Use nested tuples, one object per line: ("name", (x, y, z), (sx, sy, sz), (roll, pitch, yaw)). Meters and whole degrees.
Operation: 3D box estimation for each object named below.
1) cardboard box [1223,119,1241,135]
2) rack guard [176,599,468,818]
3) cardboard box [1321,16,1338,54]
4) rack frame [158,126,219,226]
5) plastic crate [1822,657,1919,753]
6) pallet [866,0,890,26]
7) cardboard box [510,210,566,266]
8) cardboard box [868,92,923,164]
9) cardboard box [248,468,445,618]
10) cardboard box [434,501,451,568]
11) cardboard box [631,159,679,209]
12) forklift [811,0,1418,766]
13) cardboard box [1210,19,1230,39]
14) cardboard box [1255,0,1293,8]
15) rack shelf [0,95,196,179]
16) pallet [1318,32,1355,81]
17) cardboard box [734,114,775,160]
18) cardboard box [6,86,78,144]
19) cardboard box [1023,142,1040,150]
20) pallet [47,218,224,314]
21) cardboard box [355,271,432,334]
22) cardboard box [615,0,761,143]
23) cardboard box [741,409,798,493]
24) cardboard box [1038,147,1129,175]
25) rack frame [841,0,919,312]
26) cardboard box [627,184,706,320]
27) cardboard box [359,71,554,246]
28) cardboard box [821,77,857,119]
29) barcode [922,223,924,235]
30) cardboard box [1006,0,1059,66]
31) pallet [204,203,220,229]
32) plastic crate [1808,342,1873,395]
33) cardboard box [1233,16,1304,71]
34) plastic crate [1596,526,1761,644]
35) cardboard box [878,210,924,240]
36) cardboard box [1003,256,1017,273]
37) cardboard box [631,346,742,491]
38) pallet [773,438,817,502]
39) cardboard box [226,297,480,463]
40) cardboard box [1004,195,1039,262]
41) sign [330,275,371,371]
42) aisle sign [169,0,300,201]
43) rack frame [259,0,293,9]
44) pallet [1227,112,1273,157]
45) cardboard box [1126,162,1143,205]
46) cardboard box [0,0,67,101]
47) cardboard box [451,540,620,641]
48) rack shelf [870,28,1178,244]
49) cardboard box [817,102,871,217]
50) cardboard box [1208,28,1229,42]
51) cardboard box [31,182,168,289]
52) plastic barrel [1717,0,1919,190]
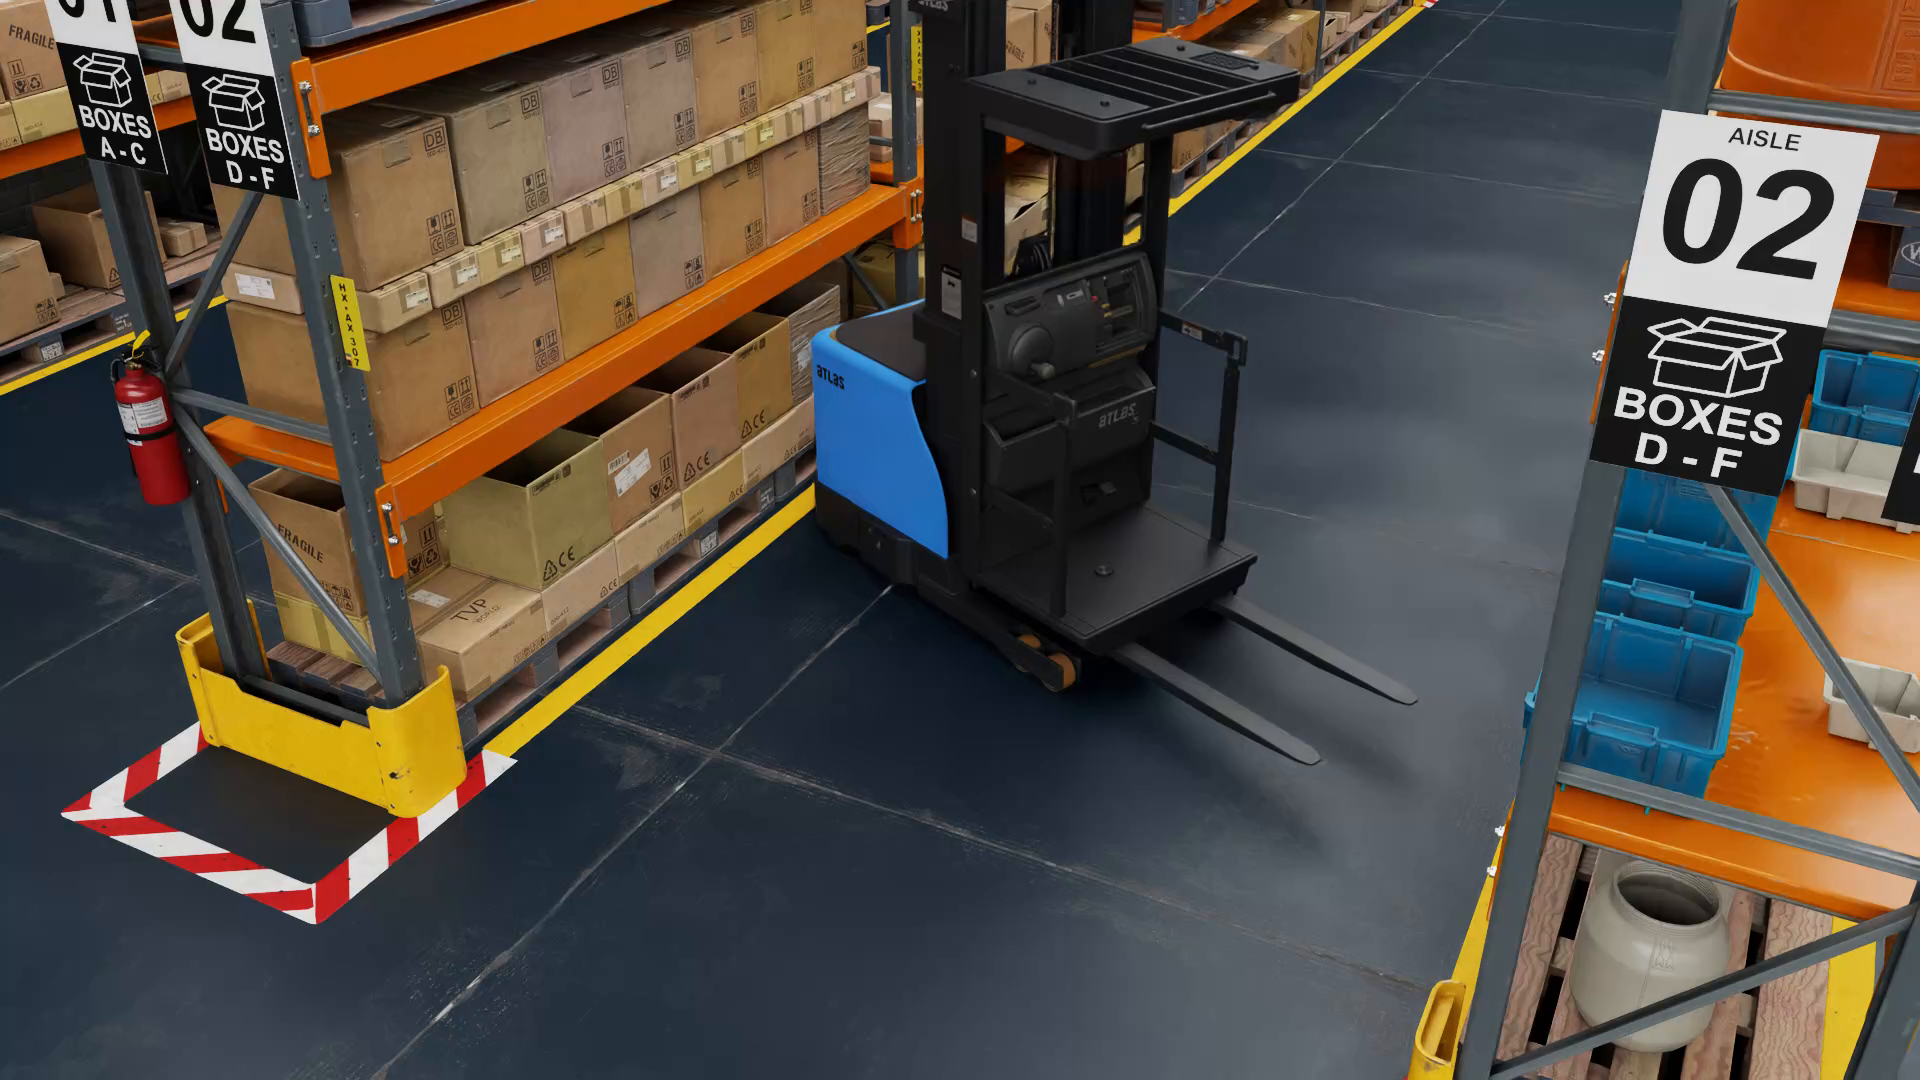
("cardboard box", (2.049, -3.685, 13.723), (0.500, 0.500, 0.500), (14, 33, 23))
("rack guard", (-2.535, 0.655, 6.608), (1.175, 0.500, 0.348), (14, 33, 23))
("cardboard box", (3.326, -4.922, 16.067), (0.500, 0.311, 0.500), (14, 33, 23))
("rack frame", (-5.113, -3.335, 11.046), (1.000, 3.000, 0.127), (14, 33, 23))
("plastic crate", (2.578, 0.476, 4.674), (0.298, 0.136, 0.250), (14, 33, 23))
("pallet", (-1.053, -5.992, 18.473), (1.003, 0.211, 1.213), (14, 33, 23))
("cardboard box", (-1.804, -1.229, 6.626), (0.380, 0.149, 0.250), (14, 33, 23))
("cardboard box", (-0.516, -2.376, 9.527), (0.500, 0.250, 0.500), (17, 34, 26))
("cardboard box", (-2.545, -0.060, 6.929), (0.500, 0.500, 0.500), (14, 33, 23))
("cardboard box", (-2.326, 0.041, 7.506), (0.500, 0.250, 0.500), (14, 33, 23))
("cardboard box", (-1.453, -1.571, 7.222), (0.380, 0.149, 0.250), (15, 33, 24))
("forklift", (0.617, -0.906, 6.884), (1.130, 2.935, 3.031), (-23, 37, -34))
("cardboard box", (2.050, -4.589, 14.545), (0.500, 0.250, 0.500), (14, 33, 23))
("cardboard box", (2.950, -5.184, 16.333), (0.500, 0.500, 0.500), (14, 33, 23))
("rack shelf", (-6.024, -2.137, 9.681), (1.077, 0.370, 4.000), (14, 33, 23))
("pallet", (3.256, -4.855, 16.492), (1.003, 0.211, 1.213), (14, 33, 23))
("cardboard box", (-1.100, -1.918, 7.826), (0.380, 0.149, 0.250), (14, 33, 23))
("cardboard box", (-5.509, -2.555, 9.817), (0.500, 0.250, 0.500), (14, 33, 23))
("cardboard box", (0.389, -2.819, 11.923), (0.500, 0.311, 0.500), (13, 33, 22))
("pallet", (-5.388, -1.820, 11.208), (1.003, 0.211, 1.213), (14, 33, 23))
("cardboard box", (-2.154, -0.890, 6.036), (0.380, 0.149, 0.250), (14, 33, 23))
("cardboard box", (-1.356, -2.175, 7.622), (0.700, 0.500, 0.500), (14, 33, 23))
("cardboard box", (-1.170, -0.503, 8.454), (0.500, 0.250, 0.500), (14, 33, 23))
("cardboard box", (0.870, -2.700, 11.715), (0.500, 0.311, 0.500), (14, 33, 23))
("rack frame", (-0.702, -2.213, 9.092), (1.000, 3.000, 0.127), (14, 33, 23))
("cardboard box", (-1.597, -1.374, 7.531), (0.700, 0.500, 0.500), (15, 33, 25))
("cardboard box", (-2.041, -1.508, 6.461), (0.700, 0.500, 0.500), (13, 32, 22))
("cardboard box", (-0.749, -2.260, 8.421), (0.380, 0.149, 0.250), (14, 33, 22))
("barcode", (-0.215, -1.755, 9.398), (0.001, 0.075, 0.075), (14, 33, 23))
("cardboard box", (0.371, -3.282, 10.853), (0.500, 0.500, 0.500), (12, 32, 21))
("pallet", (-4.760, -2.472, 12.342), (1.003, 0.211, 1.213), (14, 33, 23))
("plastic crate", (3.354, -0.858, 6.794), (0.767, 0.338, 0.504), (14, 33, 23))
("cardboard box", (2.740, -4.366, 14.908), (0.500, 0.500, 0.500), (14, 33, 23))
("plastic crate", (2.146, 0.173, 5.085), (0.499, 0.251, 0.408), (14, 33, 23))
("cardboard box", (-0.541, -1.923, 10.363), (0.500, 0.311, 0.500), (15, 33, 25))
("cardboard box", (0.170, -1.782, 10.681), (0.500, 0.250, 0.500), (13, 32, 22))
("cardboard box", (-1.396, -0.607, 7.881), (0.500, 0.500, 0.500), (14, 33, 23))
("pallet", (-1.101, -0.661, 9.189), (1.003, 0.211, 1.213), (14, 33, 23))
("cardboard box", (-2.300, -0.687, 6.335), (0.700, 0.500, 0.500), (14, 33, 23))
("cardboard box", (0.176, -2.023, 10.538), (0.500, 0.311, 0.500), (13, 32, 22))
("sign", (-2.033, -0.721, 5.545), (0.100, 0.325, 0.005), (14, 33, 23))
("aisle sign", (-2.281, -1.469, 5.185), (0.394, 0.787, 0.004), (14, 33, 23))
("rack frame", (-2.524, -3.042, 4.510), (1.000, 3.000, 0.127), (14, 33, 23))
("pallet", (2.051, -3.639, 14.374), (1.003, 0.211, 1.213), (14, 33, 23))
("cardboard box", (1.098, -2.688, 12.258), (0.500, 0.250, 0.500), (15, 33, 24))
("cardboard box", (-5.515, -2.881, 9.633), (0.500, 0.500, 0.500), (13, 32, 22))
("cardboard box", (-1.857, 0.160, 7.298), (0.500, 0.250, 0.500), (14, 33, 23))
("rack shelf", (0.209, -2.788, 10.815), (1.077, 0.370, 4.000), (14, 33, 23))
("cardboard box", (-0.898, -2.059, 8.722), (0.700, 0.500, 0.500), (13, 32, 22))
("cardboard box", (2.038, -4.249, 14.705), (0.500, 0.500, 0.500), (15, 33, 24))
("cardboard box", (-5.551, -1.973, 10.742), (0.500, 0.500, 0.500), (12, 32, 20))
("plastic barrel", (1.992, -1.228, 3.511), (0.600, 0.830, 0.708), (14, 33, 23))
